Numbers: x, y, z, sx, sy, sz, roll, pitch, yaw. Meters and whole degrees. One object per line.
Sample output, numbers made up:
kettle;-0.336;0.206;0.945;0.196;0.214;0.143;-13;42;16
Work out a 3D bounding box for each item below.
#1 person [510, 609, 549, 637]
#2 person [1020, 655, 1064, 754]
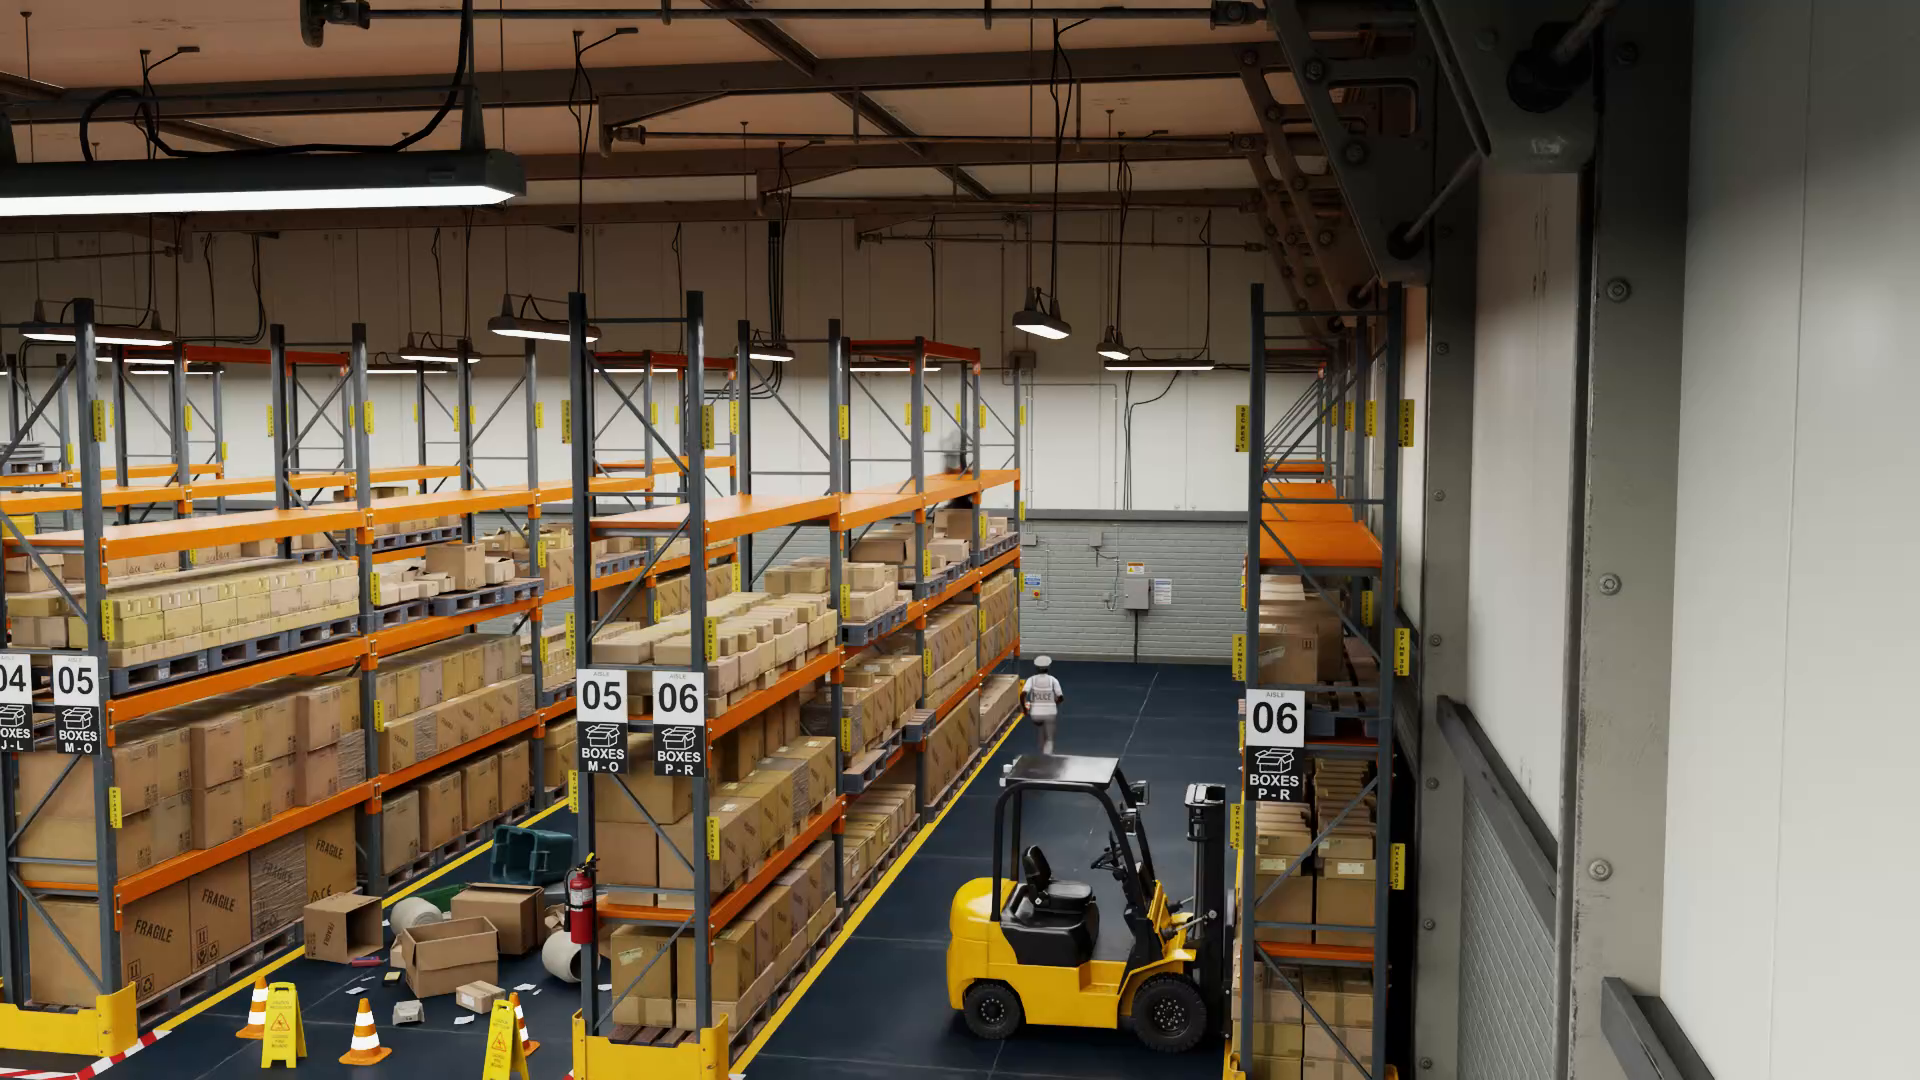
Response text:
person;-7.603;1.927;29.413;0.672;1.778;0.847;-1;5;-16
person;1.142;2.439;23.112;0.599;1.638;0.861;1;5;9
